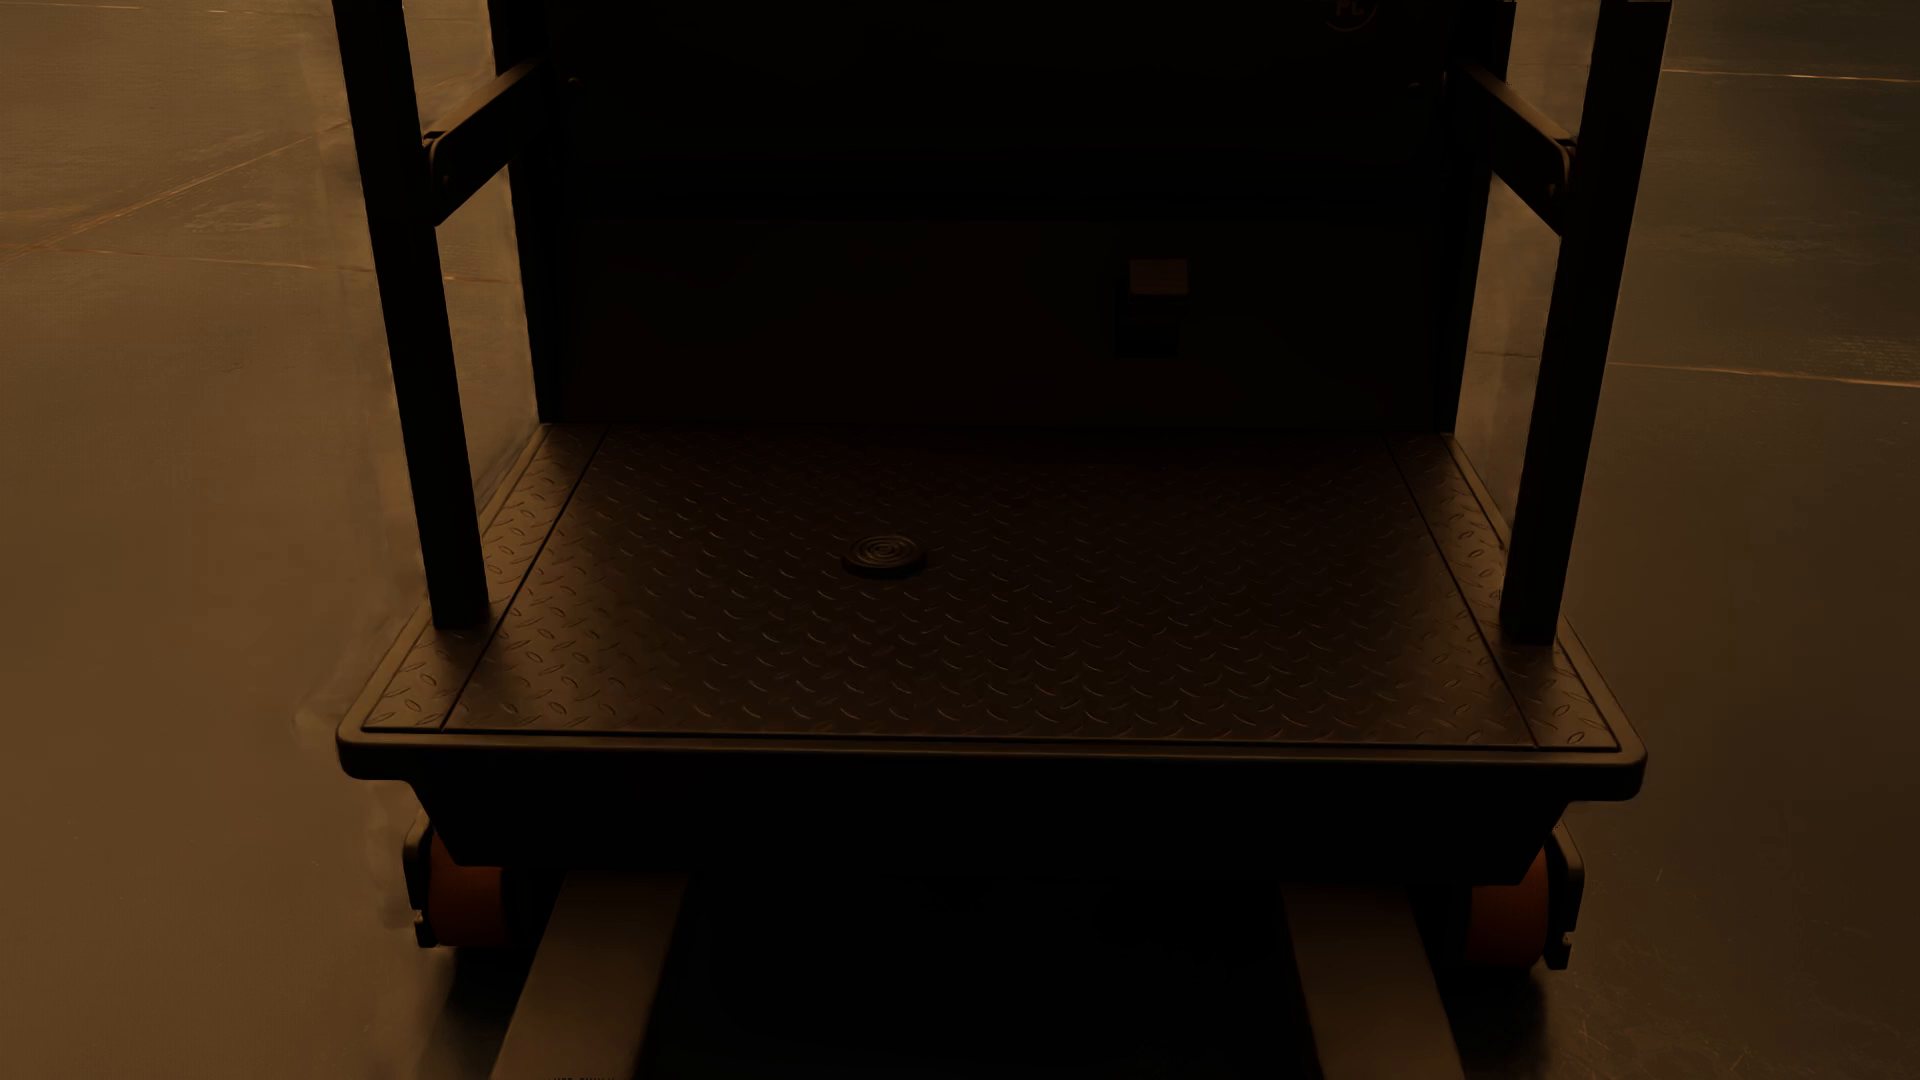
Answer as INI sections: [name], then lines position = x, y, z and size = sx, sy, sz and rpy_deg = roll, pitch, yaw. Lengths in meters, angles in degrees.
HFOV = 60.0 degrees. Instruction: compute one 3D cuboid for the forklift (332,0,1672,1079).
[forklift]
position = 0.034, -1.029, 1.285
size = 1.130, 2.935, 3.031
rpy_deg = 1, 27, 1
